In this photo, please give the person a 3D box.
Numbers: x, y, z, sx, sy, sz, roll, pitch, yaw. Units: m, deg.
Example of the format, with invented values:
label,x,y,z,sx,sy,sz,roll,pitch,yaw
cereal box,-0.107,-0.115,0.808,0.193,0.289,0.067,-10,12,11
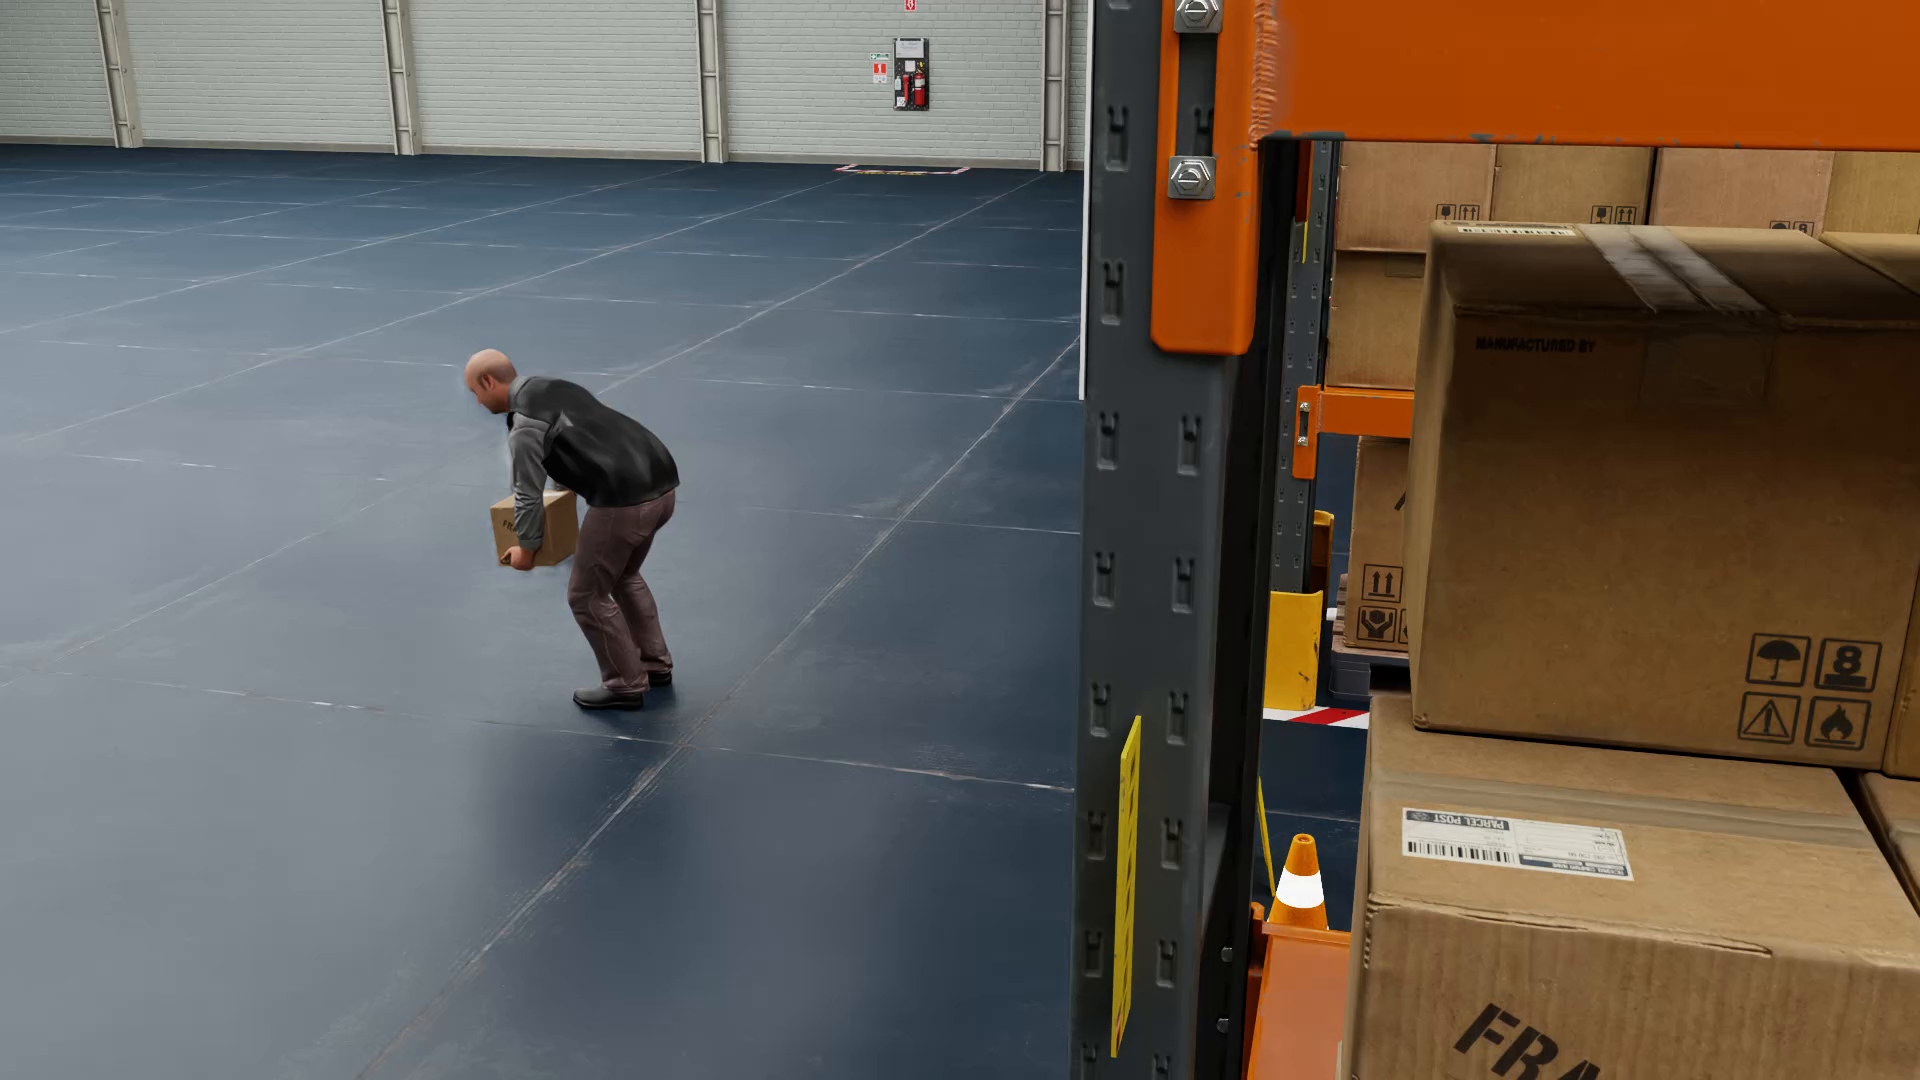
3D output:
label,x,y,z,sx,sy,sz,roll,pitch,yaw
person,-1.555,-0.053,6.727,0.832,1.434,0.472,4,19,12
